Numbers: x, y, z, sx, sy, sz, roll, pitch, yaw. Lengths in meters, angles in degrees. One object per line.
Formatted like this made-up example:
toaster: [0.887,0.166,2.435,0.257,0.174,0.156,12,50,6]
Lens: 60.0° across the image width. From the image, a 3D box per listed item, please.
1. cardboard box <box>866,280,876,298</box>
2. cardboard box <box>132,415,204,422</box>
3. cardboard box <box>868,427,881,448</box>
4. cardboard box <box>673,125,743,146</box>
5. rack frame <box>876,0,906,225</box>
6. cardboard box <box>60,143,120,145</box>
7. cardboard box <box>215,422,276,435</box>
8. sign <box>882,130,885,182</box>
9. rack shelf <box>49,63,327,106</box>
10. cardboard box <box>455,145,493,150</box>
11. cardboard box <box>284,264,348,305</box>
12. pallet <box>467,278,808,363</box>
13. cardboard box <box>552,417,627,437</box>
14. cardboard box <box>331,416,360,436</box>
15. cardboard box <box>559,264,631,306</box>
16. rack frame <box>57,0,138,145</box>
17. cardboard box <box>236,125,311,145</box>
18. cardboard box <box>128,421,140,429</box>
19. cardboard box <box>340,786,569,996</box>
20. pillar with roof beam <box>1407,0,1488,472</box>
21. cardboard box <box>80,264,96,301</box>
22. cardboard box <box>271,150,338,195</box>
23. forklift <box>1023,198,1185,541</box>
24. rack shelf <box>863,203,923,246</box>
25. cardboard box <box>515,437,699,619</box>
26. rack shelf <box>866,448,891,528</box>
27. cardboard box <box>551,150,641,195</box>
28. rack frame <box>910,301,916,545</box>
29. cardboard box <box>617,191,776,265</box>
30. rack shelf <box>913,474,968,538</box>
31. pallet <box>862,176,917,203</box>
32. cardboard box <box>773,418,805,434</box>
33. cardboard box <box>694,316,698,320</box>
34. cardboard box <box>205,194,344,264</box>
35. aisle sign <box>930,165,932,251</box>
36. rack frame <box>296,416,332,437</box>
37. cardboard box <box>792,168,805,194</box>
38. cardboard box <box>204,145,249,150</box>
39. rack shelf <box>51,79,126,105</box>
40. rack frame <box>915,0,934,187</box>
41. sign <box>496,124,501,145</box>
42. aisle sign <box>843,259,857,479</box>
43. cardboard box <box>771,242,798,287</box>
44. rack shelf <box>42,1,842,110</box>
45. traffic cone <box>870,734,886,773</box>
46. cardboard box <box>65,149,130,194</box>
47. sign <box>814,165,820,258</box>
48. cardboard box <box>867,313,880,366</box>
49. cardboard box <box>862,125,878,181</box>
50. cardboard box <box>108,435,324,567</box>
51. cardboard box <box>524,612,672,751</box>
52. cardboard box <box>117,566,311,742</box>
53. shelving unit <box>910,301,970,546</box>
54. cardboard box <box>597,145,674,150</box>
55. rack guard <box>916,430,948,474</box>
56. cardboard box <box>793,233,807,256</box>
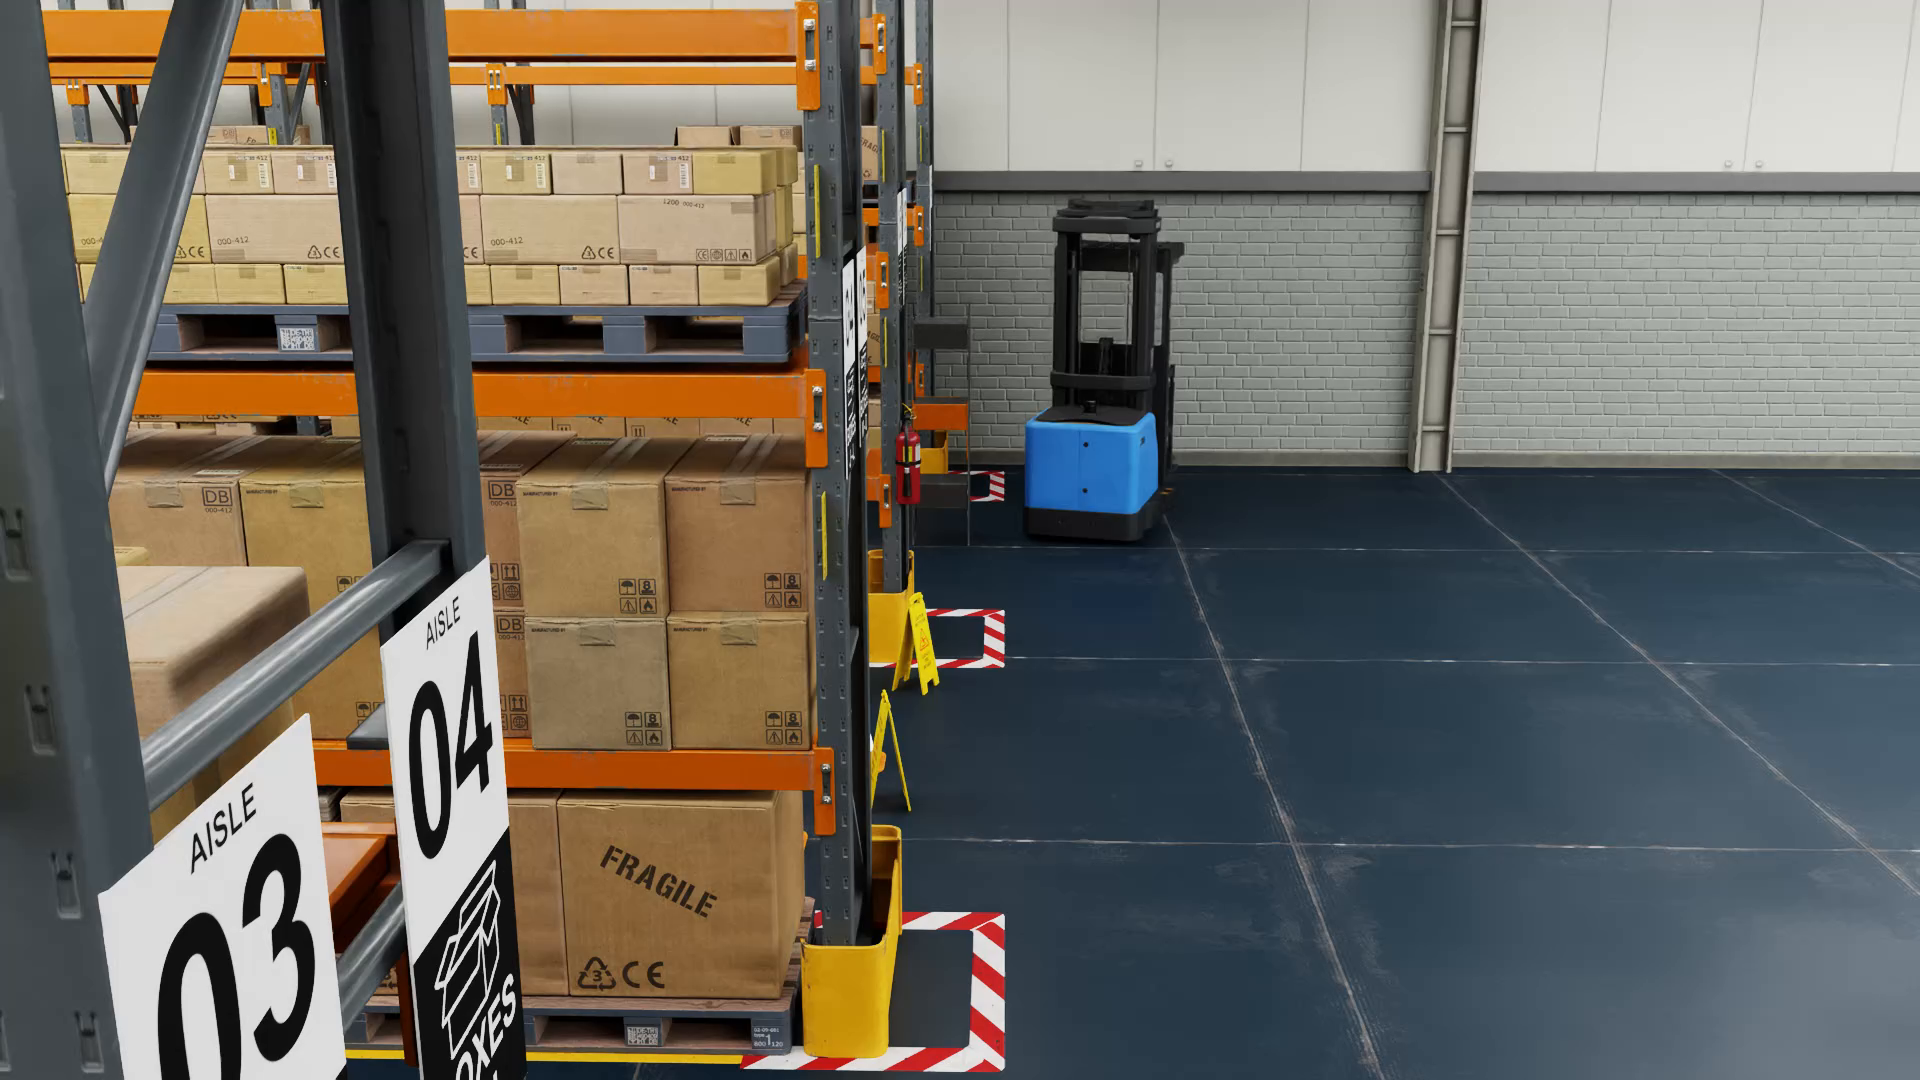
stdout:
cardboard box: [-0.947,-2.457,16.221,0.250,0.149,0.380,0,15,2]
cardboard box: [-5.421,-1.111,11.570,0.500,0.500,0.500,0,15,2]
cardboard box: [-0.831,-1.047,16.516,0.500,0.250,0.500,0,15,1]
cardboard box: [-2.390,-3.747,16.059,0.637,0.503,0.797,1,15,3]
rack frame: [-0.459,-3.643,11.010,0.127,3.000,1.000,0,15,1]
cardboard box: [-6.061,-2.564,11.288,0.500,0.250,0.500,1,15,2]
cardboard box: [-4.979,-0.783,11.598,0.250,0.149,0.380,1,15,2]
sign: [-0.493,-2.480,10.743,0.005,0.325,0.100,0,15,1]
rack shelf: [-6.457,-3.141,11.300,4.000,0.370,1.077,0,15,1]
cardboard box: [-2.081,-1.537,6.817,0.250,0.149,0.380,0,15,1]
cardboard box: [-2.350,-0.986,6.290,0.250,0.149,0.380,1,15,2]
pallet: [-1.226,-0.889,6.625,1.213,0.211,1.003,0,15,1]
cardboard box: [-2.515,-0.885,11.535,0.500,0.500,0.500,1,15,2]
cardboard box: [-4.025,-0.887,11.543,0.500,0.500,0.500,0,15,1]
cardboard box: [-1.334,-0.979,6.264,0.250,0.149,0.380,1,15,2]
rack frame: [-8.333,-4.961,16.005,0.127,3.000,1.000,0,15,1]
cardboard box: [-6.598,-3.737,16.030,0.500,0.500,0.500,1,15,3]
cardboard box: [-5.756,-0.783,11.596,0.250,0.149,0.380,0,15,2]
cardboard box: [-2.044,1.352,7.178,0.875,0.875,0.875,0,15,1]
pillar with roof beam: [4.879,-4.007,12.387,0.400,9.000,9.100,0,15,1]
cardboard box: [-3.111,-0.991,6.309,0.250,0.149,0.380,0,15,1]
cardboard box: [-2.355,-1.371,6.187,0.250,0.149,0.380,0,15,2]
forklift: [1.476,-1.740,15.689,1.130,2.935,3.031,4,15,16]
rack shelf: [-2.335,-3.124,16.331,4.000,0.370,1.077,0,15,1]
cardboard box: [-1.407,-0.067,6.802,0.550,0.550,0.875,0,15,1]
rack shelf: [-2.458,-0.408,11.916,4.000,0.370,1.077,0,15,1]
cardboard box: [-1.336,-1.365,6.163,0.250,0.149,0.380,1,15,2]
rack frame: [-0.409,-1.018,14.582,0.015,2.100,0.400,0,15,1]
cardboard box: [-0.981,-1.185,6.262,0.500,0.250,0.500,1,15,2]
rack shelf: [-0.165,-0.326,14.758,0.480,0.518,0.431,0,15,1]
pallet: [-1.042,-3.427,16.244,1.213,0.211,1.003,0,15,1]
cardboard box: [-1.009,-0.868,11.471,0.500,0.500,0.500,0,15,0]
cardboard box: [-1.993,-1.348,11.331,0.500,0.500,0.700,0,15,1]
cardboard box: [-2.487,-1.195,6.301,0.500,0.250,0.500,1,15,2]
aisle sign: [-0.278,-3.190,15.956,0.004,0.787,0.394,0,15,1]
rack frame: [-4.458,-0.769,11.874,0.127,3.000,1.000,0,15,1]
cardboard box: [-1.061,-2.396,11.089,0.250,0.149,0.380,1,15,2]
cardboard box: [-3.096,-1.544,6.843,0.250,0.149,0.380,0,15,2]
rack shelf: [-10.333,-4.433,16.197,4.000,0.370,1.077,0,15,1]
rack frame: [-0.336,-4.909,15.808,0.127,3.000,1.000,0,15,1]
sign: [-4.339,-3.749,15.658,0.005,0.325,0.100,0,15,1]
aisle sign: [-0.421,-0.660,6.364,0.004,0.787,0.394,0,15,1]
cardboard box: [-0.819,-1.144,6.889,0.250,0.149,0.380,0,15,2]
rack shelf: [-2.484,-1.852,6.415,4.000,0.370,1.077,0,15,1]
traffic cone: [-0.610,1.095,9.781,0.334,0.463,0.336,0,15,1]
cardboard box: [-3.109,-1.376,6.207,0.250,0.149,0.380,1,15,2]
sign: [-0.512,-1.182,5.978,0.005,0.325,0.100,0,15,1]
cardboard box: [-0.835,-1.993,16.318,0.500,0.500,0.500,0,15,0]
cardboard box: [-0.785,-3.699,15.886,0.500,0.500,0.500,1,15,3]
cardboard box: [-3.026,-0.077,6.840,0.550,0.550,0.875,0,15,1]
cardboard box: [-1.407,0.459,6.926,0.550,0.550,0.875,0,15,1]
cardboard box: [-0.981,0.153,2.012,0.250,0.149,0.380,0,15,1]
shelving unit: [-0.165,-1.016,14.576,0.503,2.100,0.431,0,15,1]
cardboard box: [-1.316,-1.532,6.798,0.250,0.149,0.380,0,15,1]
rack guard: [-0.312,-0.800,16.891,0.348,0.500,1.175,0,15,1]
cardboard box: [-1.072,-1.996,11.137,0.250,0.149,0.380,0,15,2]
